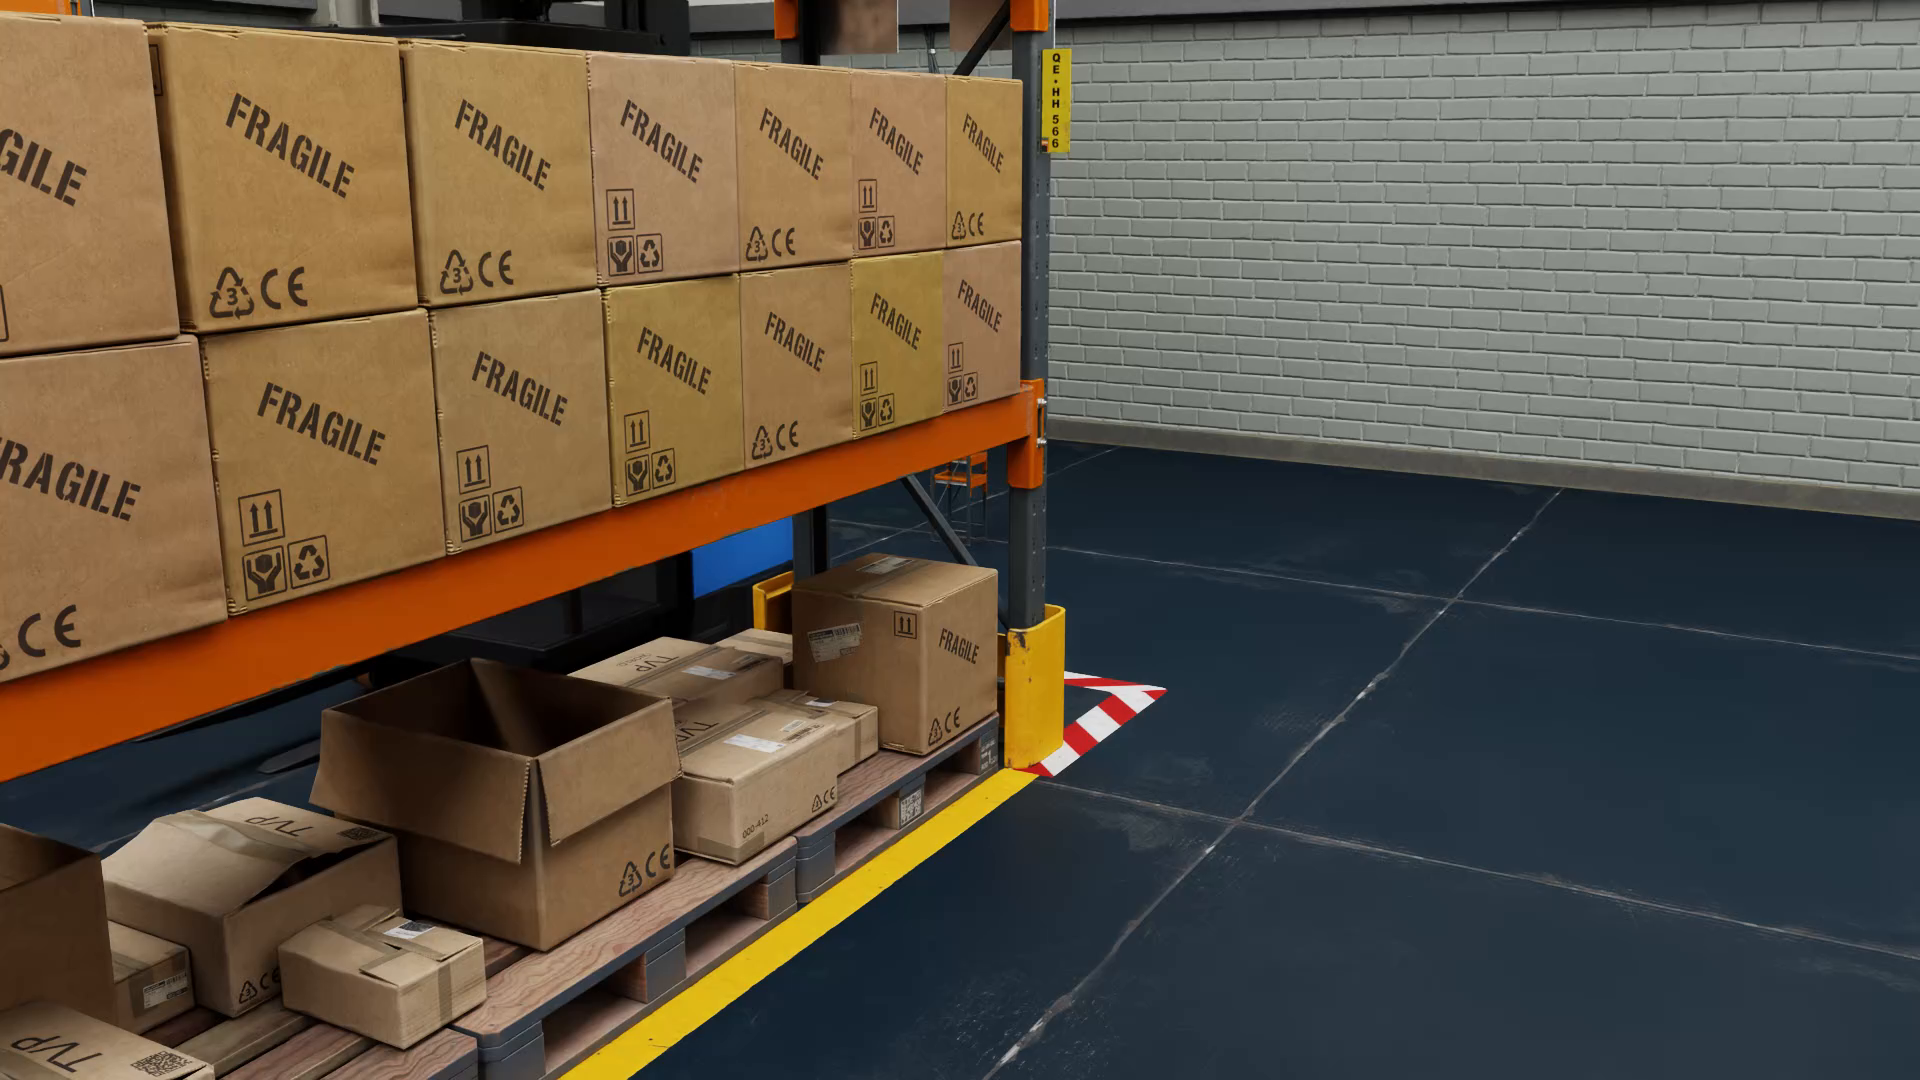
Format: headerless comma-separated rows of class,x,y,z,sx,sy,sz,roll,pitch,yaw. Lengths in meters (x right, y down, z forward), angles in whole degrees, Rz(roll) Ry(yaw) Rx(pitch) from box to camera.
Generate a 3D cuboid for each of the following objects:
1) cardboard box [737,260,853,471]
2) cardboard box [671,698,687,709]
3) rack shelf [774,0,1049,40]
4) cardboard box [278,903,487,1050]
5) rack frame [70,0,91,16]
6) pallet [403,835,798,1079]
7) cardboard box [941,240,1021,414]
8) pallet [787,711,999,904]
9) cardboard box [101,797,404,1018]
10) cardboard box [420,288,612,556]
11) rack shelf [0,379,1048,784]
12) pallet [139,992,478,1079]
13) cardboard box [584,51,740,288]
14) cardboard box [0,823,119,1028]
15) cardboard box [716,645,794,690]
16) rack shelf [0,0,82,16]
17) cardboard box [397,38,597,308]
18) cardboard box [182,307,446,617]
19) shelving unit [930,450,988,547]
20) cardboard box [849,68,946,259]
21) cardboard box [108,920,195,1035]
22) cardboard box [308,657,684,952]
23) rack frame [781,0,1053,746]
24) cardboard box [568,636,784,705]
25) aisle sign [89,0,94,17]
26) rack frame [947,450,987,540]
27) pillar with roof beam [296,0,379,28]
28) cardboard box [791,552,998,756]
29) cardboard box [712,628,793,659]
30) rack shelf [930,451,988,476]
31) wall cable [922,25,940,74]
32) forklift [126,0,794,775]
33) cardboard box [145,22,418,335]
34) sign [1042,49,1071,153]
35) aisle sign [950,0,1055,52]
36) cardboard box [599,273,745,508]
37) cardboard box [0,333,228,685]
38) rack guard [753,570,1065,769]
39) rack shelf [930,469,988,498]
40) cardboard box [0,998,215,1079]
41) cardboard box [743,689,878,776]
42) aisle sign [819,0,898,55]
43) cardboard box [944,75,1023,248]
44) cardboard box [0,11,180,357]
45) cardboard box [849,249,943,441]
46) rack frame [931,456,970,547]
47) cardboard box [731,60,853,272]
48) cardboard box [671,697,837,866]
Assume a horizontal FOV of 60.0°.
cardboard box,-0.635,-0.495,4.474,0.500,0.500,0.500,8,15,28
cardboard box,-1.157,0.629,4.950,0.500,0.250,0.500,7,15,28
rack shelf,-1.130,-1.476,3.891,1.077,0.370,4.000,7,15,28
cardboard box,-1.295,0.966,3.733,0.380,0.166,0.250,7,15,28
rack frame,-4.501,-1.338,8.185,1.000,3.000,0.127,7,15,28
pallet,-1.175,1.006,4.409,1.003,0.211,1.213,7,15,28
cardboard box,-0.141,-0.704,5.339,0.500,0.500,0.500,8,16,30
pallet,-0.584,0.757,5.443,1.003,0.211,1.213,7,15,28
cardboard box,-1.707,0.833,3.976,0.500,0.311,0.500,7,15,28
cardboard box,-1.123,-0.287,3.612,0.500,0.500,0.500,7,15,28
rack shelf,-1.130,-0.018,4.242,1.077,0.370,4.000,7,15,28
pallet,-1.764,1.258,3.367,1.003,0.211,1.213,7,15,28
cardboard box,-0.876,-0.874,3.912,0.500,0.500,0.500,8,16,30
cardboard box,-2.069,0.895,3.316,0.500,0.500,0.500,7,15,28
cardboard box,-0.787,0.484,5.733,0.380,0.166,0.250,7,15,28
rack shelf,-5.468,-2.037,6.216,1.077,0.370,4.000,7,15,28
cardboard box,-1.124,-0.768,3.473,0.500,0.500,0.500,7,15,26
cardboard box,-1.367,-0.185,3.187,0.500,0.500,0.500,8,16,29
shelving unit,-0.007,-0.580,8.881,0.258,1.200,0.189,7,15,28
cardboard box,-0.381,-1.086,4.793,0.500,0.500,0.500,8,16,30
cardboard box,-1.941,0.982,3.704,0.380,0.149,0.250,7,15,28
cardboard box,-1.193,0.656,4.298,0.797,0.503,0.637,7,15,28
rack frame,-0.163,-0.778,5.860,1.000,3.000,0.127,7,15,28
cardboard box,-0.916,0.527,5.376,0.500,0.250,0.500,7,15,28
aisle sign,-4.204,-2.583,7.801,0.394,0.787,0.004,7,15,28
rack frame,0.037,-0.599,8.958,0.240,1.200,0.006,7,15,28
pillar with roof beam,-0.184,-4.419,8.163,9.100,9.000,0.400,7,15,28
cardboard box,-0.210,0.363,5.523,0.500,0.500,0.500,7,15,28
cardboard box,-0.666,0.441,5.948,0.380,0.149,0.250,7,15,28
rack shelf,-0.007,-0.420,8.919,0.258,0.103,0.180,7,15,28
wall cable,-1.454,-3.865,12.491,3.097,2.526,0.112,7,15,28
forklift,-1.734,-0.842,6.274,1.130,2.935,3.031,7,15,26
cardboard box,-1.373,-0.663,3.035,0.500,0.500,0.500,7,15,26
sign,0.313,-1.427,5.410,0.100,0.325,0.005,7,15,28
aisle sign,0.138,-2.021,5.470,0.394,0.787,0.004,7,15,28
cardboard box,-0.879,-0.392,4.045,0.500,0.500,0.500,7,15,27
cardboard box,-1.612,-0.080,2.750,0.500,0.500,0.500,8,16,30
rack guard,-0.200,0.453,6.088,1.175,0.500,0.348,7,15,28
rack shelf,-0.007,-0.304,8.947,0.258,0.103,0.180,7,15,28
cardboard box,-1.704,1.074,2.975,0.500,0.311,0.500,7,15,28
cardboard box,-0.485,0.598,5.260,0.380,0.166,0.250,7,15,28
aisle sign,-0.387,-2.089,5.752,0.394,0.787,0.004,7,15,28
cardboard box,-0.137,-1.190,5.223,0.500,0.500,0.500,7,15,28
cardboard box,-1.622,-0.557,2.596,0.500,0.500,0.500,8,16,29
cardboard box,-0.389,-0.597,4.896,0.500,0.500,0.500,8,15,29
rack frame,-0.051,-0.562,8.803,0.240,1.200,0.006,7,15,28
cardboard box,-0.627,-0.979,4.350,0.500,0.500,0.500,8,16,30
cardboard box,-0.696,0.676,4.758,0.500,0.250,0.500,7,15,28
